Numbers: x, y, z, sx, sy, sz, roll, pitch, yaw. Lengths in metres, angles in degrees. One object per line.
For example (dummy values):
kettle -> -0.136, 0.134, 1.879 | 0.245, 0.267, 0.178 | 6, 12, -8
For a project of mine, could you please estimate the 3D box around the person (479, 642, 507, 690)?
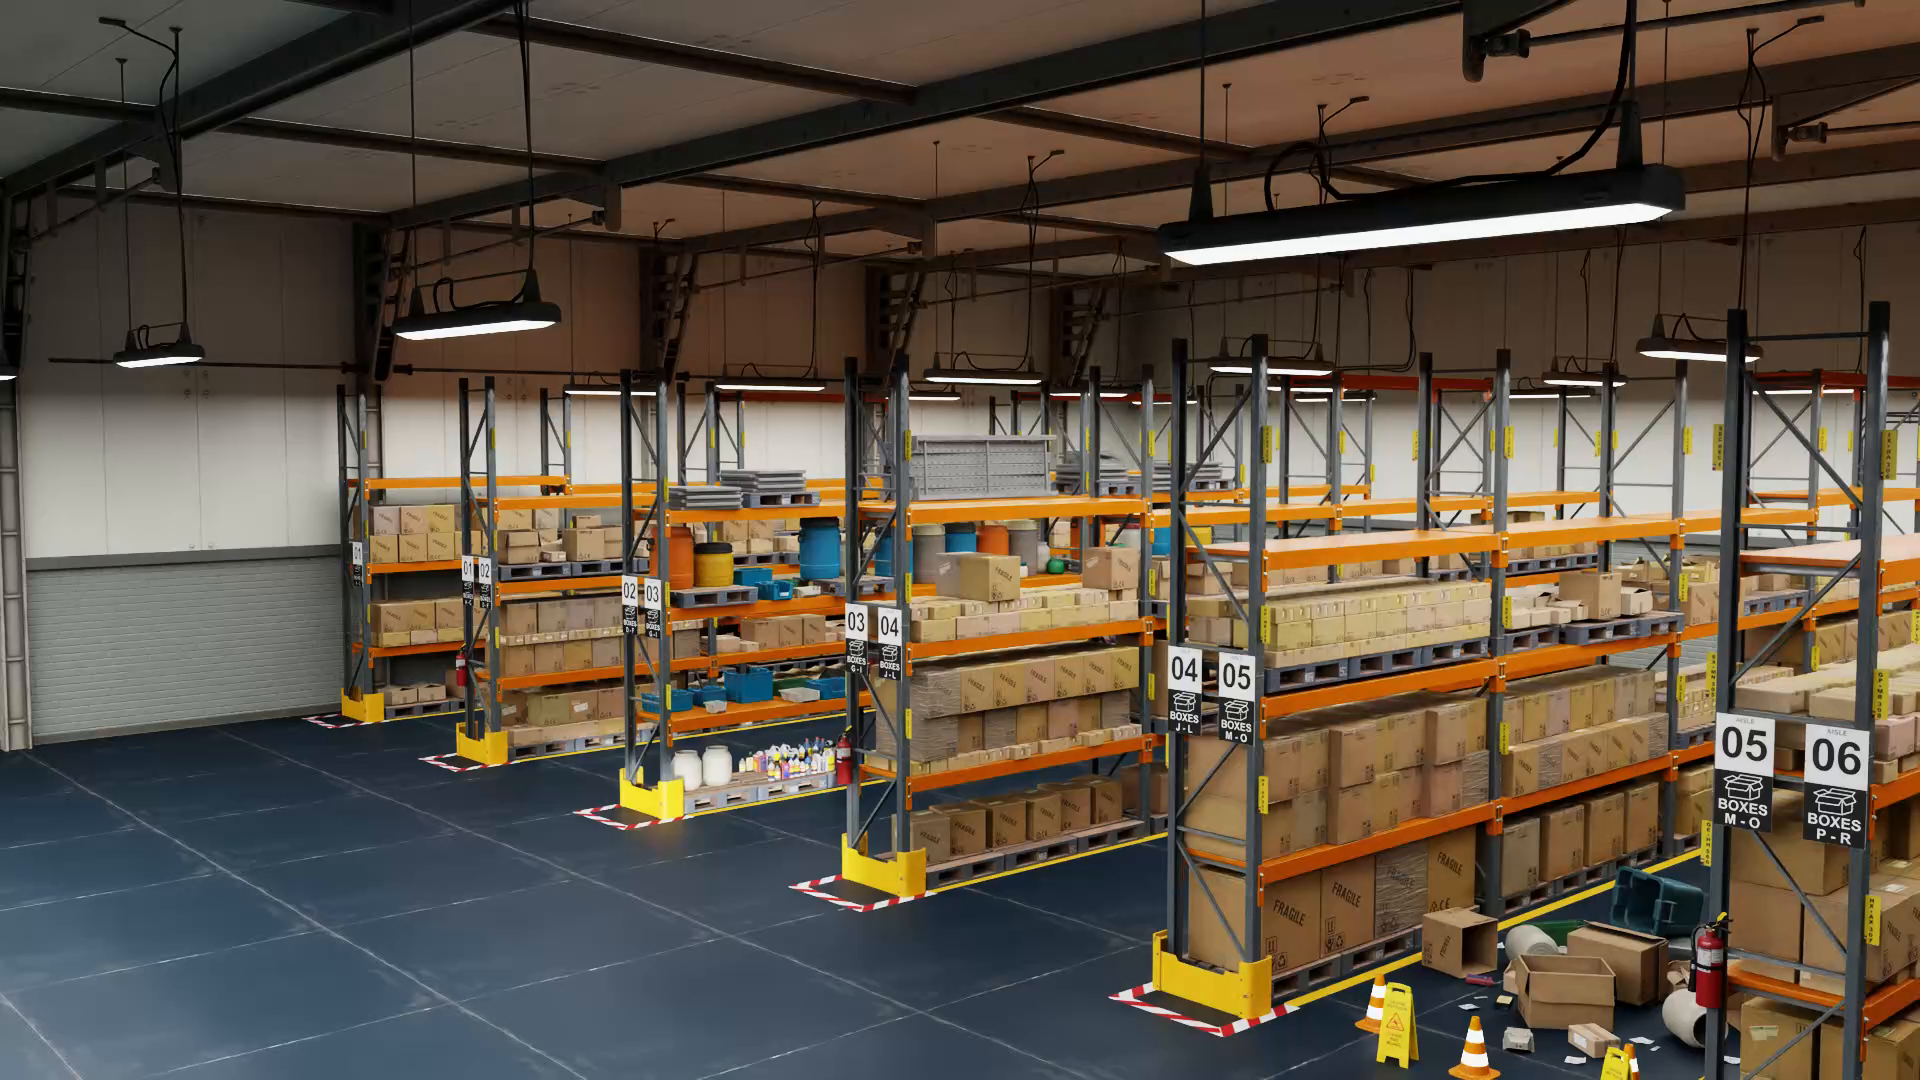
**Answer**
person -> -7.802, 2.451, 28.308 | 0.647, 1.685, 0.919 | 2, 4, 33

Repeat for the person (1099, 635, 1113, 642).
person -> 2.791, 2.185, 32.698 | 0.532, 1.688, 0.703 | 3, 5, 38
